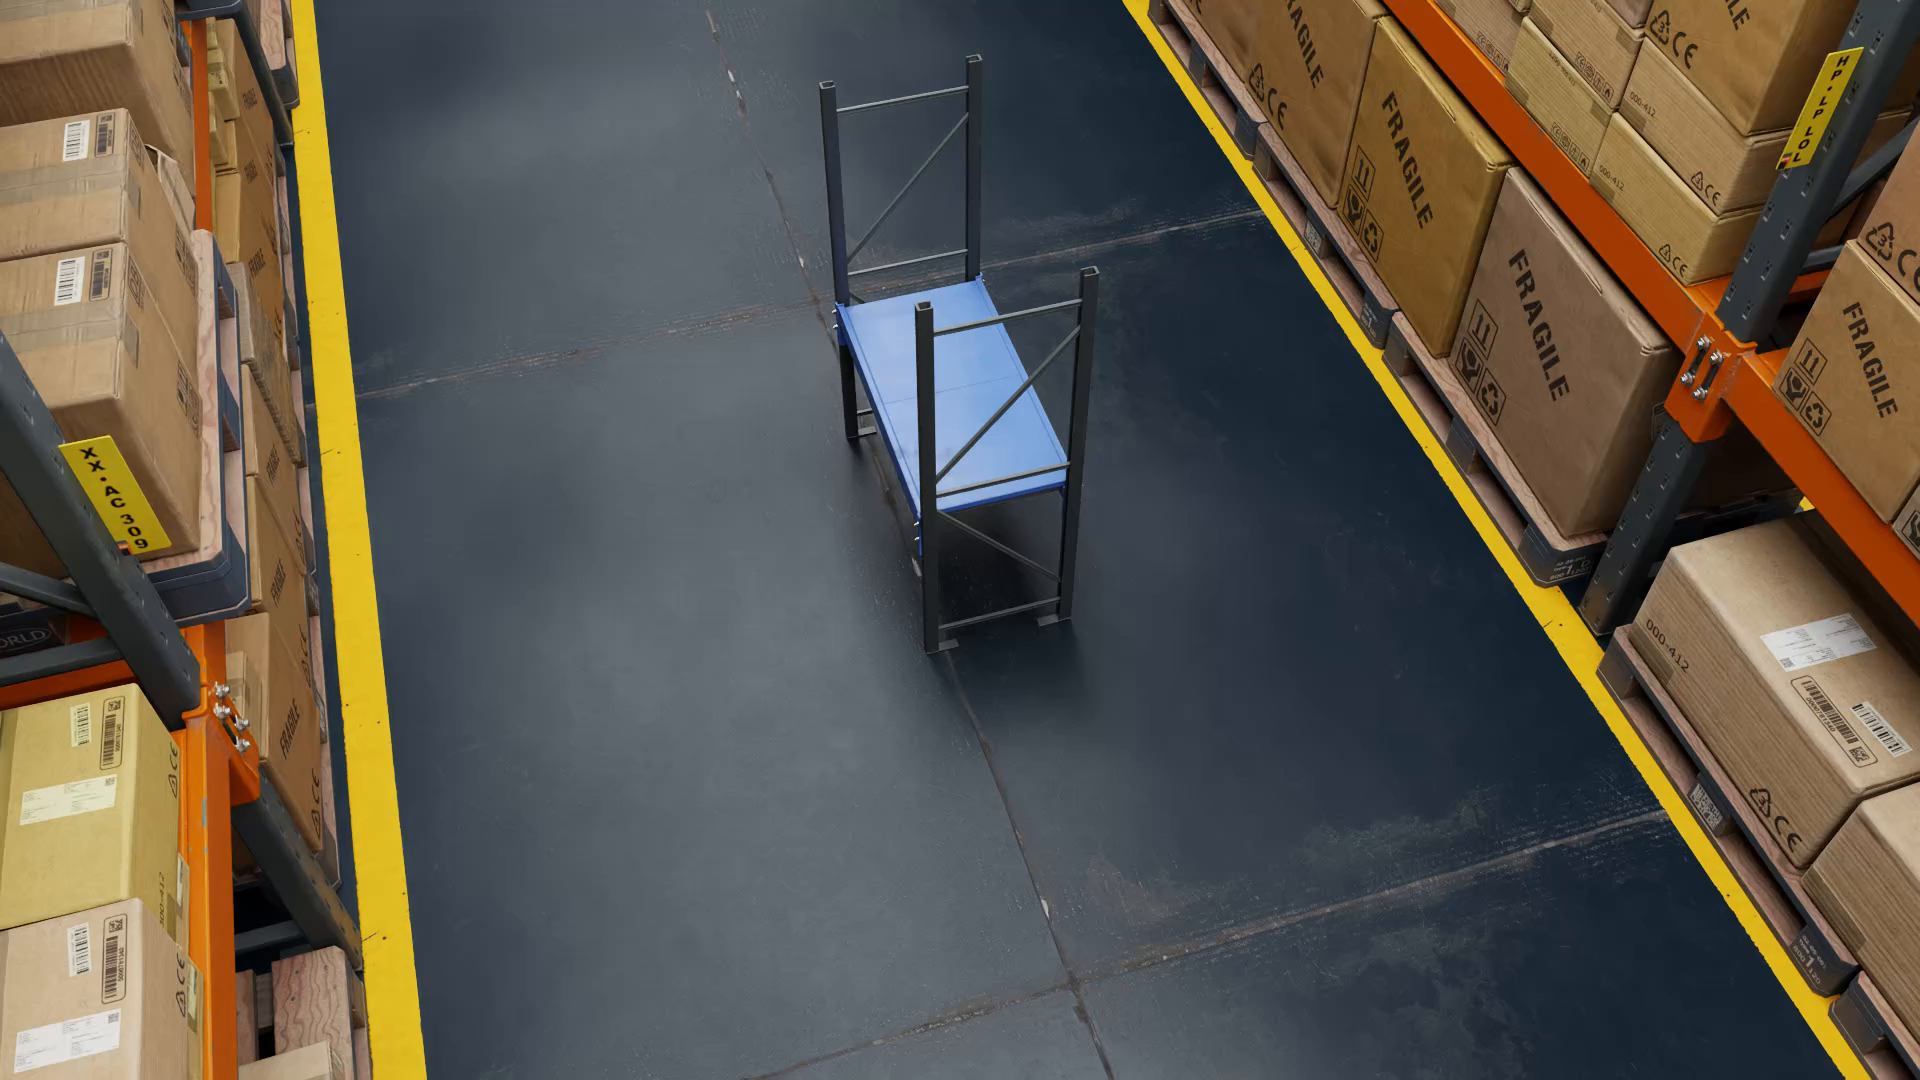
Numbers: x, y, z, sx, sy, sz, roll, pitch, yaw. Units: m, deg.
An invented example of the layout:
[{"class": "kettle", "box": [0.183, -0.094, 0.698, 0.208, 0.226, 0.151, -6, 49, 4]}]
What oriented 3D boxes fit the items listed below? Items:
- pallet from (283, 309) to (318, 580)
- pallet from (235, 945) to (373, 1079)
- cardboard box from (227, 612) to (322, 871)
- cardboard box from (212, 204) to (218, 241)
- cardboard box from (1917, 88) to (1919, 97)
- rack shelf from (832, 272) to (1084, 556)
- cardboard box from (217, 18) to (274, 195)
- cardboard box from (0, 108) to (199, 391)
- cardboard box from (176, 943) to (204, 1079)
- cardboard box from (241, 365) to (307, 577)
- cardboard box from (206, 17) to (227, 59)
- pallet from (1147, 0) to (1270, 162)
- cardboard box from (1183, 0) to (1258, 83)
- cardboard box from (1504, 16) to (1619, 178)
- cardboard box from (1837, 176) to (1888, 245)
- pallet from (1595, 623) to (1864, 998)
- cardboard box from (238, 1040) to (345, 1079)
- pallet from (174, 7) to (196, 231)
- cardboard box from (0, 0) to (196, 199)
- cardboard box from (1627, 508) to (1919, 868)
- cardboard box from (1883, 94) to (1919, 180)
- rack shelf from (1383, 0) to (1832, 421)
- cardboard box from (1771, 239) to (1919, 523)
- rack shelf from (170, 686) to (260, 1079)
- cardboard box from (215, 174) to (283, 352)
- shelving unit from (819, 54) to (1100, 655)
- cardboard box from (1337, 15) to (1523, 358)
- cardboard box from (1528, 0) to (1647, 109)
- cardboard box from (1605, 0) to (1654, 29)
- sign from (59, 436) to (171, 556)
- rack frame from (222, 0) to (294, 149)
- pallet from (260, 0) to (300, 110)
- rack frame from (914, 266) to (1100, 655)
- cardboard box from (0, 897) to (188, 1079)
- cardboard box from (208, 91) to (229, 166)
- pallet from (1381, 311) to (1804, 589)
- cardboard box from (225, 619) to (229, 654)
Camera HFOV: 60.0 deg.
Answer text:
[{"class": "pallet", "box": [-2.829, -0.255, 5.827, 1.003, 0.211, 1.213, -13, 51, -11]}, {"class": "pallet", "box": [-1.986, 1.725, 4.158, 1.003, 0.211, 1.213, -13, 51, -11]}, {"class": "cardboard box", "box": [-2.116, 0.591, 4.650, 0.500, 0.500, 0.500, -11, 51, -9]}, {"class": "cardboard box", "box": [-2.728, -1.052, 5.611, 0.380, 0.149, 0.250, -14, 51, -12]}, {"class": "cardboard box", "box": [2.697, -1.541, 4.368, 0.500, 0.500, 0.500, -13, 51, -11]}, {"class": "rack shelf", "box": [-0.025, -0.430, 5.367, 0.538, 0.185, 1.000, -13, 51, -11]}, {"class": "cardboard box", "box": [-3.040, -1.666, 6.553, 0.500, 0.500, 0.500, -12, 51, -10]}, {"class": "cardboard box", "box": [-2.270, -0.625, 3.975, 0.700, 0.500, 0.500, -13, 51, -11]}, {"class": "cardboard box", "box": [-1.655, 0.951, 3.151, 0.380, 0.149, 0.250, -12, 51, -10]}, {"class": "cardboard box", "box": [-2.426, -0.161, 5.284, 0.500, 0.500, 0.500, -15, 51, -12]}, {"class": "cardboard box", "box": [-2.983, -1.832, 6.269, 0.380, 0.149, 0.250, -16, 52, -13]}, {"class": "pallet", "box": [1.531, -2.230, 7.492, 1.003, 0.211, 1.213, -13, 51, -11]}, {"class": "cardboard box", "box": [1.495, -2.649, 7.136, 0.875, 0.875, 0.875, -14, 51, -11]}, {"class": "cardboard box", "box": [2.030, -1.395, 5.062, 0.500, 0.250, 0.500, -14, 51, -11]}, {"class": "cardboard box", "box": [2.675, -1.133, 4.841, 0.500, 0.250, 0.500, -14, 51, -12]}, {"class": "pallet", "box": [2.703, 0.671, 5.046, 1.003, 0.211, 1.213, -13, 51, -11]}, {"class": "cardboard box", "box": [-1.743, 1.449, 4.157, 0.380, 0.149, 0.250, -15, 51, -12]}, {"class": "pallet", "box": [-2.791, -1.116, 4.854, 1.003, 0.211, 1.213, -13, 51, -11]}, {"class": "cardboard box", "box": [-2.502, -1.198, 4.458, 0.700, 0.500, 0.500, -14, 51, -11]}, {"class": "cardboard box", "box": [2.636, 0.373, 4.875, 0.875, 0.438, 0.875, -14, 51, -12]}, {"class": "cardboard box", "box": [2.692, -1.298, 4.654, 0.500, 0.250, 0.500, -15, 51, -12]}, {"class": "rack shelf", "box": [1.961, -2.029, 5.969, 1.077, 0.370, 4.000, -13, 51, -11]}, {"class": "cardboard box", "box": [2.441, -0.431, 4.086, 0.500, 0.500, 0.500, -12, 51, -10]}, {"class": "rack shelf", "box": [-1.596, 2.017, 2.558, 1.077, 0.370, 4.000, -13, 51, -11]}, {"class": "cardboard box", "box": [-2.745, -0.917, 5.921, 0.500, 0.500, 0.500, -11, 51, -9]}, {"class": "shelving unit", "box": [-0.025, -0.546, 5.229, 0.538, 1.500, 1.048, -13, 51, -11]}, {"class": "cardboard box", "box": [2.018, -1.344, 6.036, 0.875, 0.875, 0.875, -12, 51, -10]}, {"class": "cardboard box", "box": [2.035, -1.544, 4.861, 0.500, 0.250, 0.500, -12, 51, -10]}, {"class": "cardboard box", "box": [2.021, -1.801, 4.587, 0.500, 0.500, 0.500, -12, 51, -10]}, {"class": "sign", "box": [-1.672, -0.083, 3.292, 0.100, 0.325, 0.005, -13, 51, -11]}, {"class": "rack frame", "box": [-3.371, -2.597, 5.977, 1.000, 3.000, 0.127, -13, 51, -11]}, {"class": "pallet", "box": [-3.577, -2.308, 7.558, 1.003, 0.211, 1.213, -13, 51, -11]}, {"class": "rack frame", "box": [0.125, -0.174, 4.916, 0.500, 1.500, 0.032, -13, 51, -11]}, {"class": "cardboard box", "box": [-1.642, 0.956, 2.885, 0.500, 0.250, 0.500, -13, 51, -11]}, {"class": "cardboard box", "box": [-2.837, -1.438, 5.936, 0.380, 0.149, 0.250, -15, 51, -12]}, {"class": "pallet", "box": [2.253, -0.448, 5.990, 1.003, 0.211, 1.213, -13, 51, -11]}, {"class": "cardboard box", "box": [-2.196, 0.279, 4.489, 0.380, 0.149, 0.250, -15, 51, -12]}]
